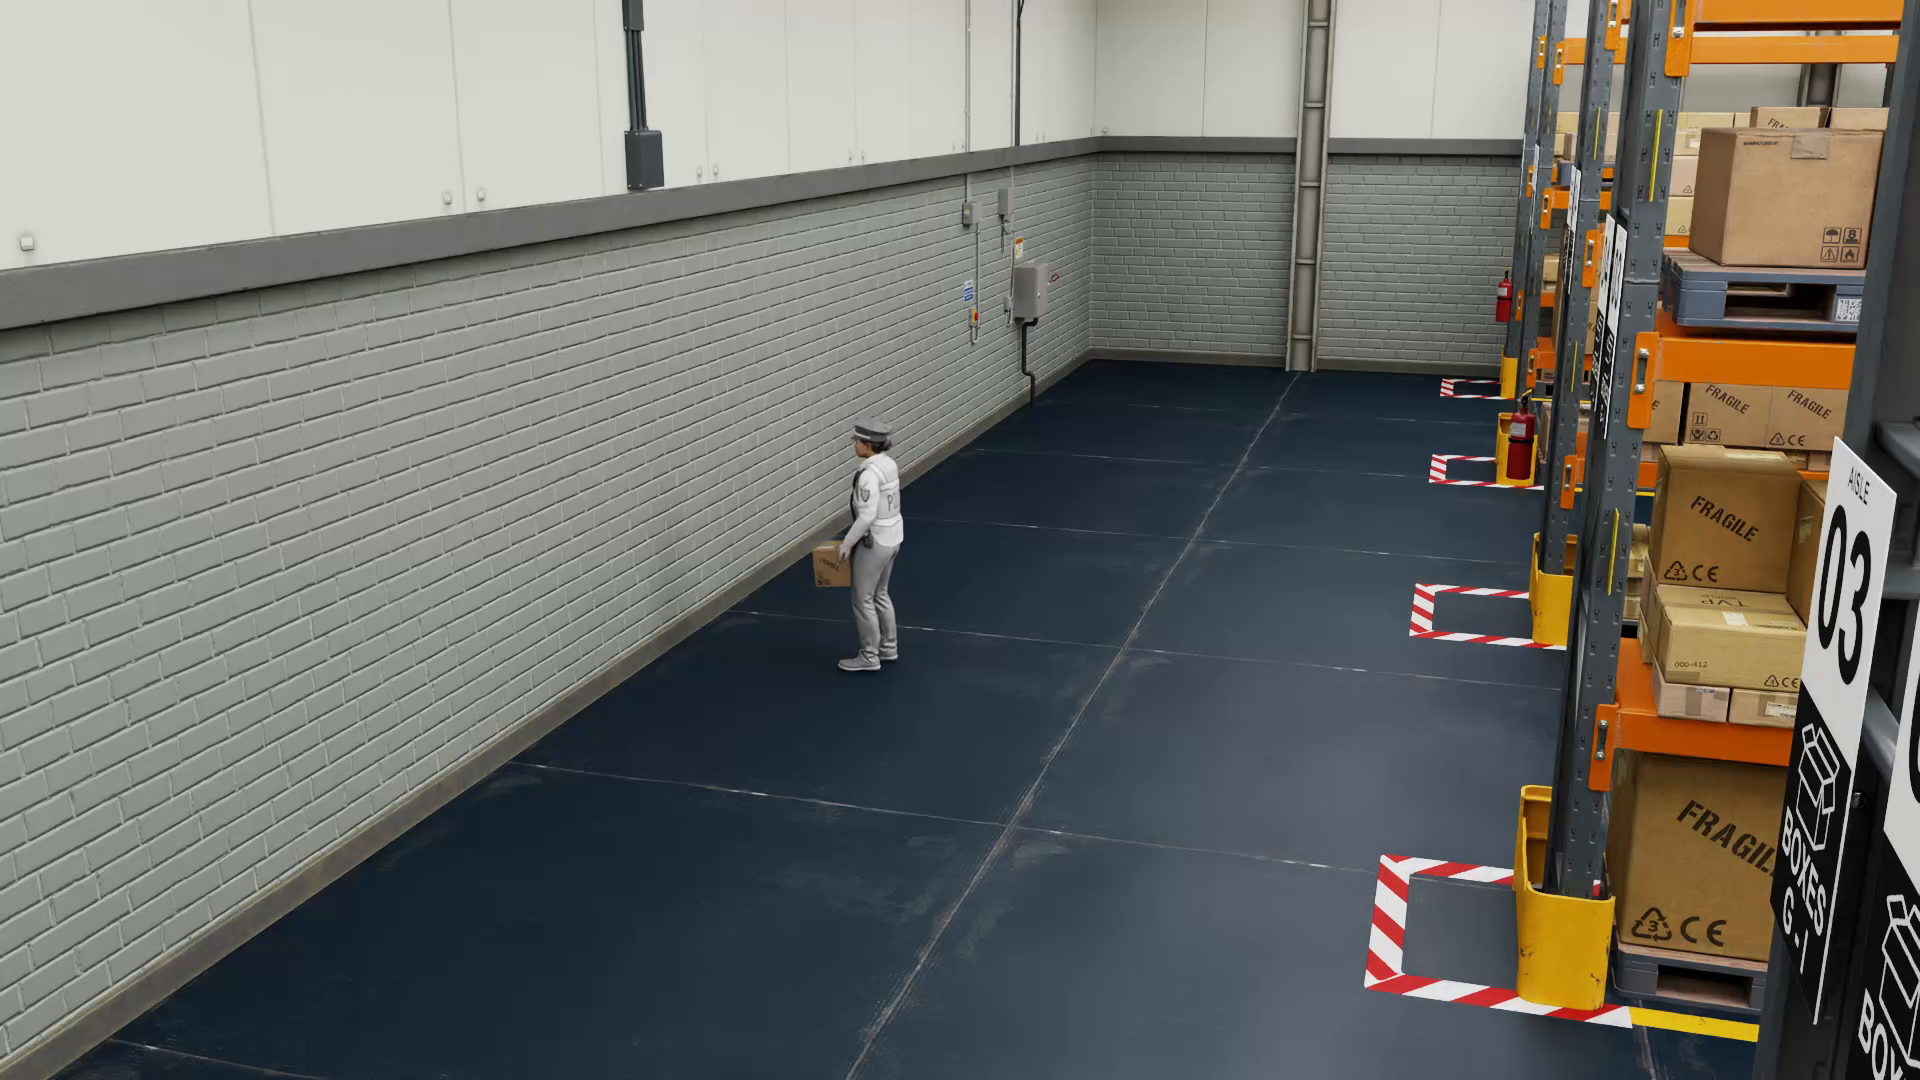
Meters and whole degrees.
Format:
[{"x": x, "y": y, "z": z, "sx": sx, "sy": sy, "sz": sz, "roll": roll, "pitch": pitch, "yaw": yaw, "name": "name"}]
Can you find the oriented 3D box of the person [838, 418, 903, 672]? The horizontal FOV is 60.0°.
[{"x": -0.586, "y": 0.029, "z": 10.871, "sx": 0.410, "sy": 1.680, "sz": 0.502, "roll": 4, "pitch": 16, "yaw": 15, "name": "person"}]
